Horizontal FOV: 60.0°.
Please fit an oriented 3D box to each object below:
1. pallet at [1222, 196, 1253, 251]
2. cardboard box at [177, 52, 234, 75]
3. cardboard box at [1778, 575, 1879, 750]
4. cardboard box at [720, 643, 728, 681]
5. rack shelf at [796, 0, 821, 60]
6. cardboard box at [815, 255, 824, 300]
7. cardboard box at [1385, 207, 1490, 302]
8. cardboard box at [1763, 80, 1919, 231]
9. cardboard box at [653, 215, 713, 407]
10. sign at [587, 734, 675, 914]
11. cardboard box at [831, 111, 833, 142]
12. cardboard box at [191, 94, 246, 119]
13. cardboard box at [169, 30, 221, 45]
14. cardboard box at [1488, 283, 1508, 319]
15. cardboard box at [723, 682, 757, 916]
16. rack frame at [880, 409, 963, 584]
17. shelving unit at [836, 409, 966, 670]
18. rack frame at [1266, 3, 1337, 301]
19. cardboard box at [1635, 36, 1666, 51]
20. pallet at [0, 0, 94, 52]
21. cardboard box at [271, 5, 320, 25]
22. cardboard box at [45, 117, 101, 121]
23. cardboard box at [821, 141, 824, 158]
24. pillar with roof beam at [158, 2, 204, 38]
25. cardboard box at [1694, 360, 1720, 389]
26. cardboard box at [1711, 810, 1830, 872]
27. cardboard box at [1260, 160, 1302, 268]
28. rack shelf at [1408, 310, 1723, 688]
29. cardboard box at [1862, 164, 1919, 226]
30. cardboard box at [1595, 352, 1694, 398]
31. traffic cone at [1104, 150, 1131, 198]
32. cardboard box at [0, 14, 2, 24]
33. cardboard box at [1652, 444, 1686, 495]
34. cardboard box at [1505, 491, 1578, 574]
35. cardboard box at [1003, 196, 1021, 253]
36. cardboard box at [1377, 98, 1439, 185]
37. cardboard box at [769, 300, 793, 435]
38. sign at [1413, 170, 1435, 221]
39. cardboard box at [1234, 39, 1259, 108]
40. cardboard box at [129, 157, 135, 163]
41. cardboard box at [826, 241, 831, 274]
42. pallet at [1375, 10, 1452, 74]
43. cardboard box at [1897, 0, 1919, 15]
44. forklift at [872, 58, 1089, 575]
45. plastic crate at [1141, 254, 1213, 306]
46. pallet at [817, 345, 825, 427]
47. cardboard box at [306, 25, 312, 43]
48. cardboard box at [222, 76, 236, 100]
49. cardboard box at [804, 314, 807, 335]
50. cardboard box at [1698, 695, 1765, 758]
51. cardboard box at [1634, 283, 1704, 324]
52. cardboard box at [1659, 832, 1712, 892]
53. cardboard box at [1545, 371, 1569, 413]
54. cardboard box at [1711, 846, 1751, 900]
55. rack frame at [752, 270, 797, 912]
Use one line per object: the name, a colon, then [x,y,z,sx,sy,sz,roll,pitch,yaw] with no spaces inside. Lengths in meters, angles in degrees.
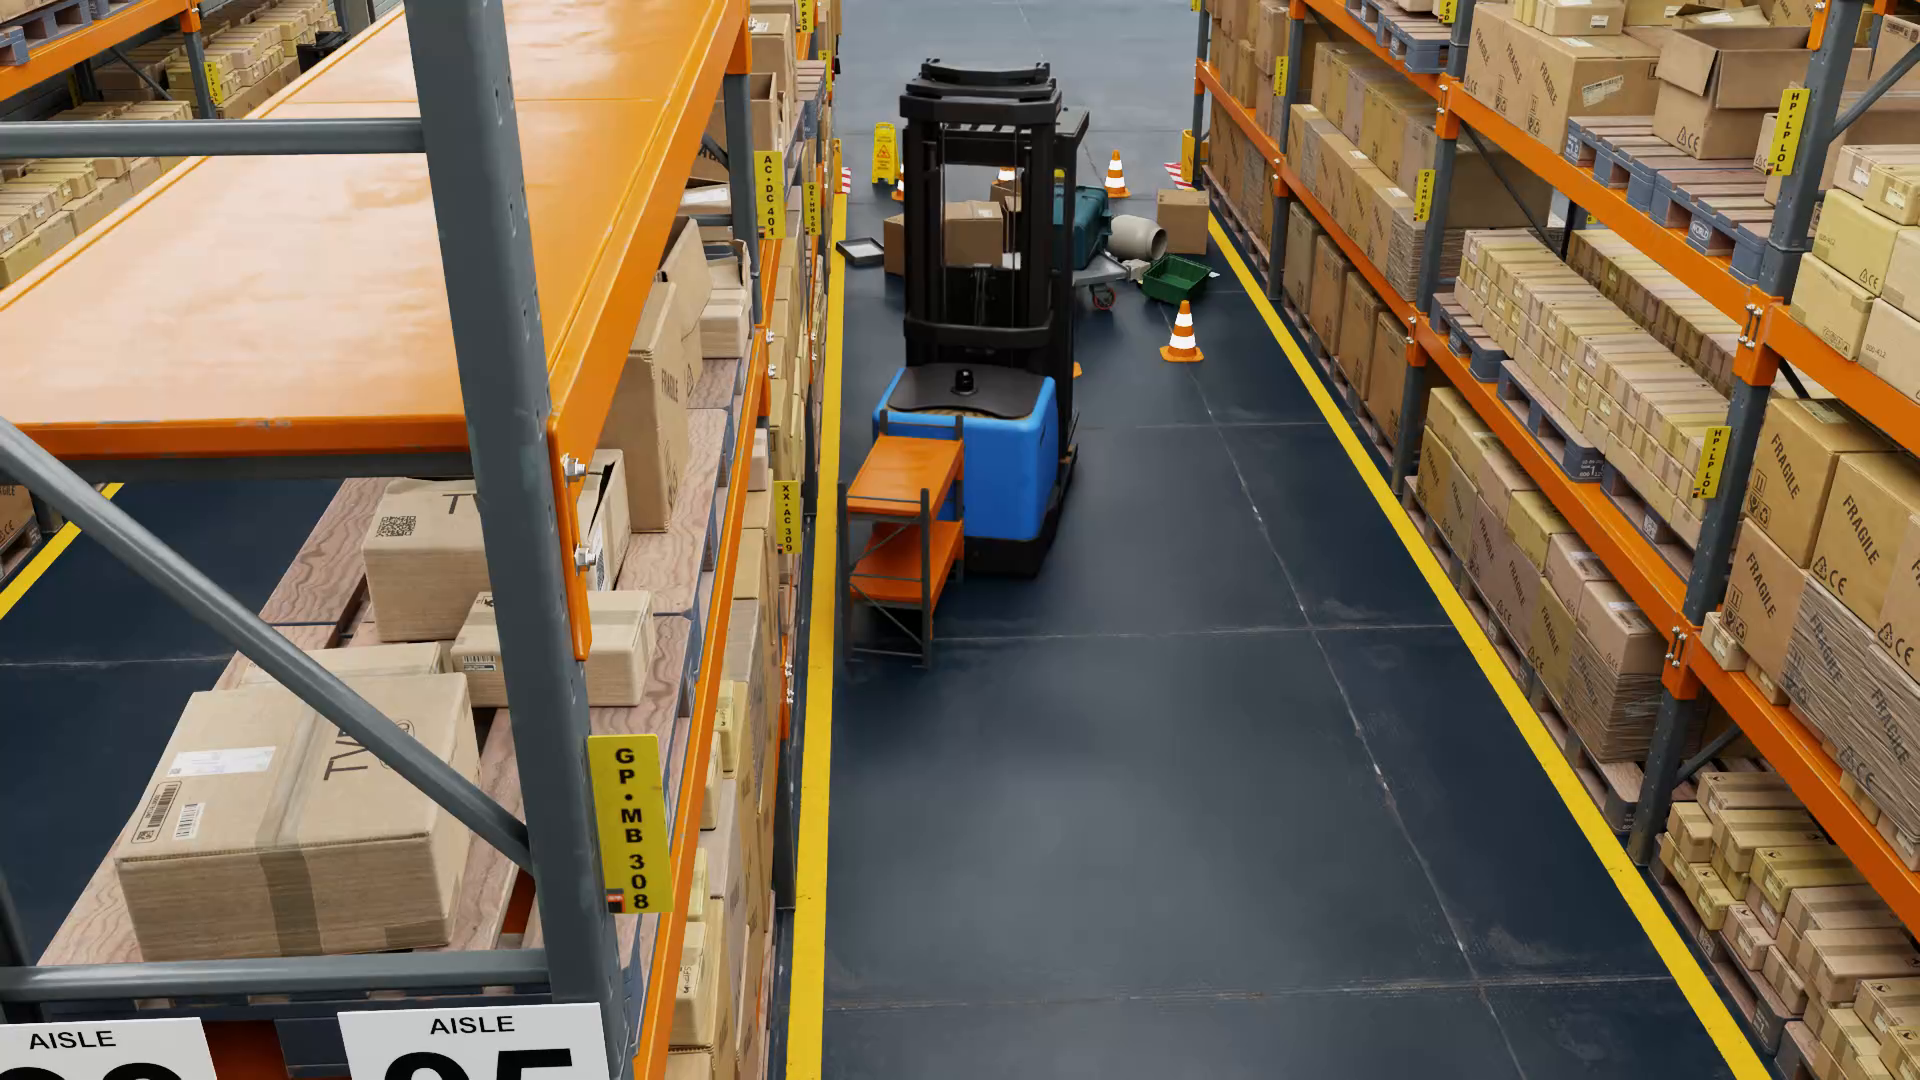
pallet: [3.241,-3.199,16.718,1.003,0.211,1.213,-1,28,-3]
cardboard box: [-6.472,-4.084,14.269,0.380,0.149,0.250,-2,28,-4]
cardboard box: [3.494,0.463,6.250,0.500,0.500,0.500,-1,28,-3]
cardboard box: [-0.886,0.407,4.897,0.380,0.149,0.250,-1,28,-3]
rack shelf: [-1.565,-3.439,11.697,1.077,0.370,4.000,-1,28,-3]
cardboard box: [-1.639,-2.131,14.041,0.950,0.372,0.625,-1,28,-2]
cardboard box: [3.186,-1.917,11.135,0.500,0.500,0.500,-1,28,-3]
cardboard box: [3.777,-1.562,6.757,0.700,0.500,0.500,-1,28,-3]
cardboard box: [-1.149,-0.642,4.881,0.797,0.503,0.637,1,28,1]
sign: [-0.488,0.427,2.476,0.100,0.325,0.005,-1,28,-3]
cardboard box: [-1.576,-4.135,17.205,0.500,0.500,0.500,-1,28,-2]
cardboard box: [-6.388,-3.486,14.144,0.500,0.500,0.500,-2,28,-4]
cardboard box: [-6.961,-4.544,15.150,0.380,0.149,0.250,-1,28,-1]
cardboard box: [3.336,-1.401,9.750,0.380,0.149,0.250,-2,28,-4]
cardboard box: [-0.879,0.767,4.908,0.500,0.500,0.500,-1,28,-2]
rack frame: [-0.228,-0.253,10.082,0.500,1.125,0.032,5,28,9]
shelving unit: [-0.320,-0.022,9.638,0.538,1.125,1.048,5,28,9]
rack frame: [3.269,-3.518,14.314,1.000,3.000,0.127,-1,28,-3]
cardboard box: [3.823,-2.326,8.676,0.500,0.500,0.500,-1,28,-3]
pallet: [-6.603,-3.457,11.157,1.003,0.211,1.213,0,28,0]
cardboard box: [-6.521,-5.148,16.307,0.380,0.149,0.250,-1,28,-1]
cardboard box: [-6.848,-3.154,12.806,0.380,0.149,0.250,-1,28,-3]
cardboard box: [-1.365,-3.394,14.347,0.380,0.149,0.250,-2,28,-3]
pillar with roof beam: [-3.399,-7.498,15.457,9.100,9.000,0.400,-1,28,-3]
cardboard box: [4.052,-0.829,8.654,0.380,0.149,0.250,-2,28,-4]
cardboard box: [3.453,1.283,7.093,0.380,0.149,0.250,0,28,0]
cardboard box: [3.306,-3.054,15.268,0.875,0.875,0.875,-1,28,-2]
rack shelf: [3.582,-0.428,9.167,1.077,0.370,4.000,-1,28,-3]
cardboard box: [3.441,-1.219,5.852,0.380,0.149,0.250,-3,28,-5]
cardboard box: [3.421,-0.821,8.317,0.380,0.149,0.250,-2,28,-4]
traffic cone: [1.670,-3.961,17.906,0.336,0.463,0.334,-1,28,-3]
cardboard box: [-6.211,-3.328,10.036,0.500,0.500,0.500,-1,28,-2]
cardboard box: [3.454,-0.331,7.699,0.380,0.149,0.250,-1,28,-2]
cardboard box: [3.340,-0.053,9.108,0.500,0.250,0.500,-3,28,-5]
cardboard box: [0.799,-2.971,15.817,0.797,0.637,0.503,-1,28,-3]
cardboard box: [3.408,-2.836,11.817,0.700,0.500,0.500,-2,28,-3]
cardboard box: [-1.065,-0.821,7.953,0.500,0.500,0.500,-2,28,-4]
sign: [2.924,-2.169,10.475,0.100,0.325,0.005,-1,28,-3]
cardboard box: [3.148,-4.503,16.039,0.875,0.550,0.500,-1,28,-3]
cardboard box: [-6.290,-2.820,12.166,0.380,0.149,0.250,-1,28,-2]
cardboard box: [-1.430,-2.598,15.069,0.500,0.250,0.500,-3,28,-5]
pallet: [3.391,-3.213,10.689,1.213,0.211,1.003,0,28,0]
cardboard box: [8.458,-4.425,14.541,0.500,0.500,0.500,-1,28,-3]
forklift: [0.229,-1.742,10.983,1.130,2.935,3.031,5,28,9]
plastic crate: [1.952,-2.345,15.044,0.450,0.188,0.662,22,34,18]
pallet: [-1.560,-1.191,12.868,1.003,0.211,1.213,-1,28,-3]
cardboard box: [-6.540,-4.903,16.159,0.380,0.149,0.250,-2,28,-3]
cardboard box: [-6.395,-3.835,14.112,0.380,0.149,0.250,-1,28,-1]
cardboard box: [-1.174,-1.211,10.052,0.500,0.250,0.500,-2,28,-4]
cardboard box: [3.913,0.751,8.377,0.500,0.500,0.500,0,28,-1]
cardboard box: [4.010,-1.322,9.278,0.380,0.149,0.250,-1,28,-3]
cardboard box: [3.385,1.430,7.455,0.380,0.149,0.250,-3,28,-5]
cardboard box: [3.383,-0.802,8.923,0.380,0.149,0.250,-2,28,-4]
cardboard box: [3.489,1.412,7.168,0.380,0.149,0.250,-1,28,-2]
rack frame: [-1.251,0.343,6.911,1.000,3.000,0.127,-1,28,-3]
